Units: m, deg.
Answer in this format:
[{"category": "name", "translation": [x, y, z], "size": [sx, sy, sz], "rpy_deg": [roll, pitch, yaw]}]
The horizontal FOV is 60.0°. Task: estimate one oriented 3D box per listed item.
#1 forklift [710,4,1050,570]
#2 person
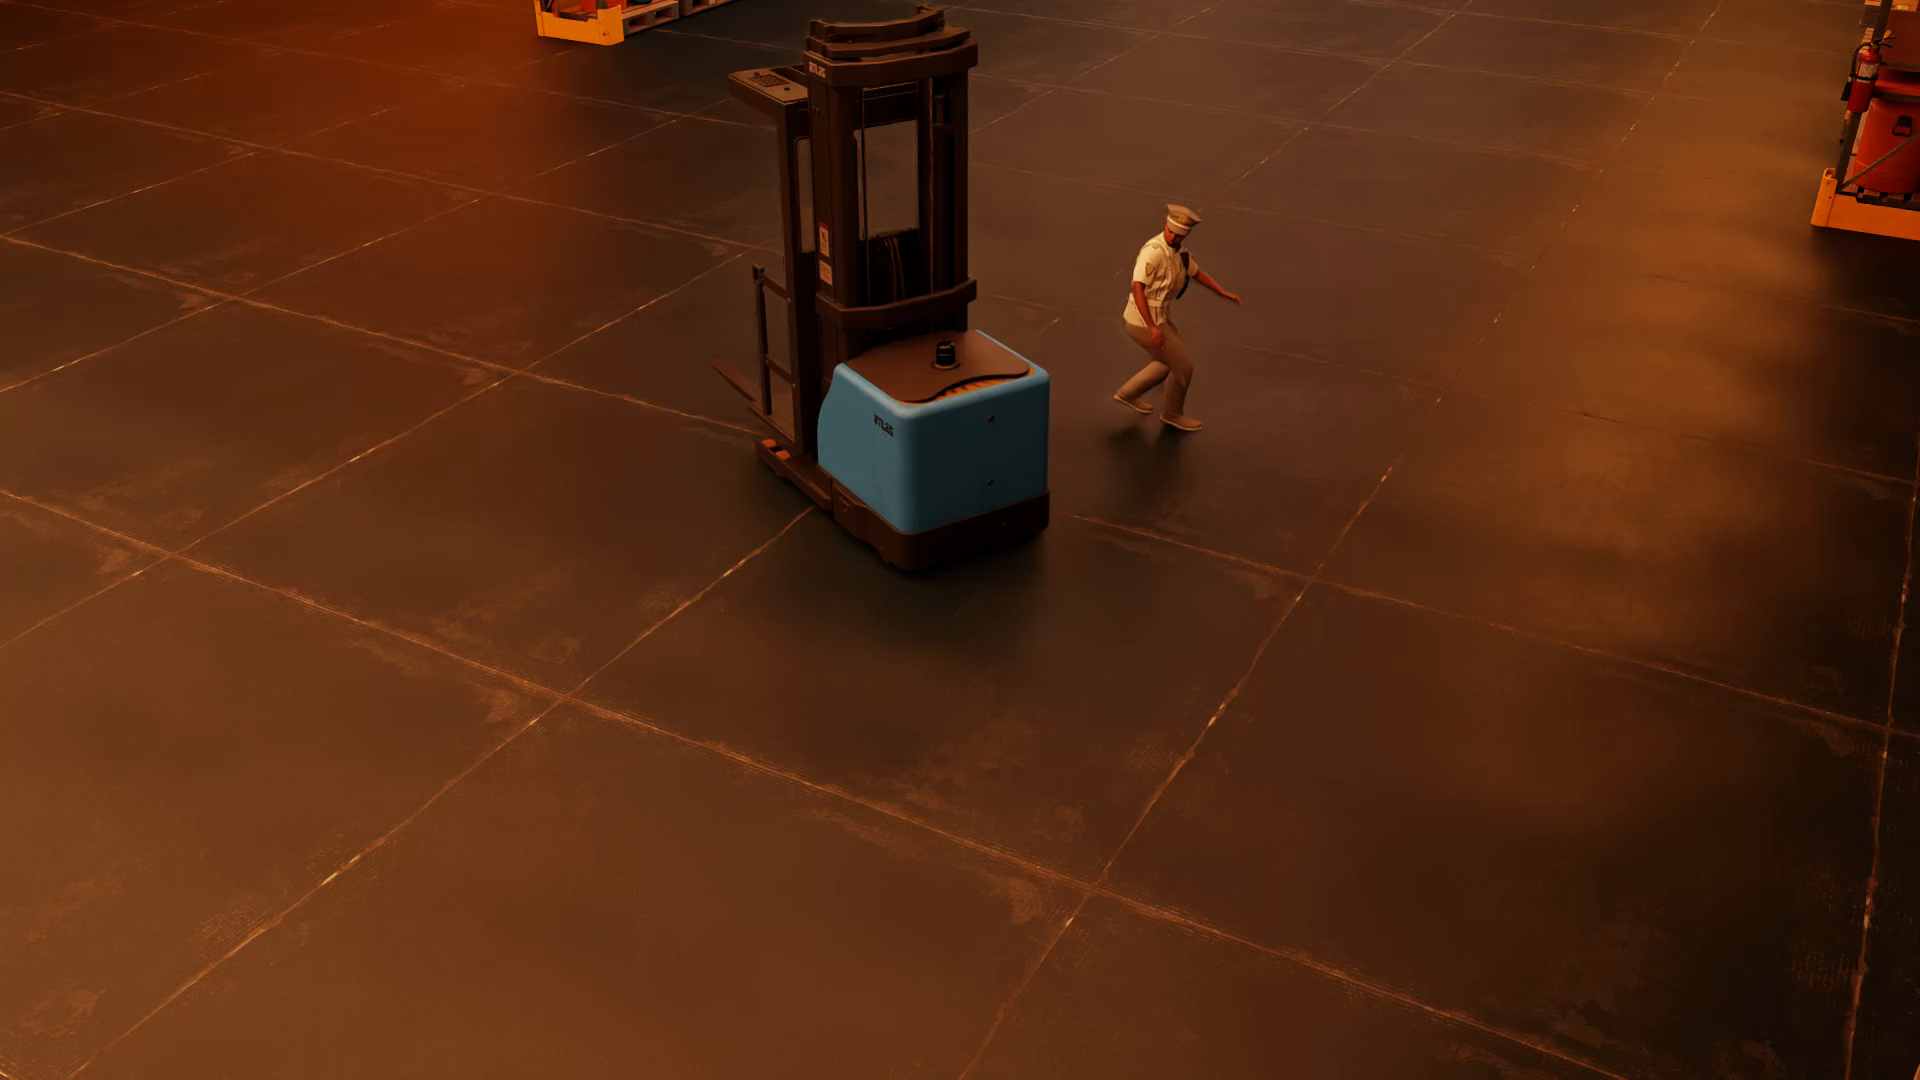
[{"category": "forklift", "translation": [-0.677, -1.792, 10.176], "size": [1.130, 2.935, 3.031], "rpy_deg": [-18, 34, -28]}, {"category": "person", "translation": [1.414, -1.423, 10.925], "size": [0.793, 1.552, 0.792], "rpy_deg": [10, 31, 17]}]
